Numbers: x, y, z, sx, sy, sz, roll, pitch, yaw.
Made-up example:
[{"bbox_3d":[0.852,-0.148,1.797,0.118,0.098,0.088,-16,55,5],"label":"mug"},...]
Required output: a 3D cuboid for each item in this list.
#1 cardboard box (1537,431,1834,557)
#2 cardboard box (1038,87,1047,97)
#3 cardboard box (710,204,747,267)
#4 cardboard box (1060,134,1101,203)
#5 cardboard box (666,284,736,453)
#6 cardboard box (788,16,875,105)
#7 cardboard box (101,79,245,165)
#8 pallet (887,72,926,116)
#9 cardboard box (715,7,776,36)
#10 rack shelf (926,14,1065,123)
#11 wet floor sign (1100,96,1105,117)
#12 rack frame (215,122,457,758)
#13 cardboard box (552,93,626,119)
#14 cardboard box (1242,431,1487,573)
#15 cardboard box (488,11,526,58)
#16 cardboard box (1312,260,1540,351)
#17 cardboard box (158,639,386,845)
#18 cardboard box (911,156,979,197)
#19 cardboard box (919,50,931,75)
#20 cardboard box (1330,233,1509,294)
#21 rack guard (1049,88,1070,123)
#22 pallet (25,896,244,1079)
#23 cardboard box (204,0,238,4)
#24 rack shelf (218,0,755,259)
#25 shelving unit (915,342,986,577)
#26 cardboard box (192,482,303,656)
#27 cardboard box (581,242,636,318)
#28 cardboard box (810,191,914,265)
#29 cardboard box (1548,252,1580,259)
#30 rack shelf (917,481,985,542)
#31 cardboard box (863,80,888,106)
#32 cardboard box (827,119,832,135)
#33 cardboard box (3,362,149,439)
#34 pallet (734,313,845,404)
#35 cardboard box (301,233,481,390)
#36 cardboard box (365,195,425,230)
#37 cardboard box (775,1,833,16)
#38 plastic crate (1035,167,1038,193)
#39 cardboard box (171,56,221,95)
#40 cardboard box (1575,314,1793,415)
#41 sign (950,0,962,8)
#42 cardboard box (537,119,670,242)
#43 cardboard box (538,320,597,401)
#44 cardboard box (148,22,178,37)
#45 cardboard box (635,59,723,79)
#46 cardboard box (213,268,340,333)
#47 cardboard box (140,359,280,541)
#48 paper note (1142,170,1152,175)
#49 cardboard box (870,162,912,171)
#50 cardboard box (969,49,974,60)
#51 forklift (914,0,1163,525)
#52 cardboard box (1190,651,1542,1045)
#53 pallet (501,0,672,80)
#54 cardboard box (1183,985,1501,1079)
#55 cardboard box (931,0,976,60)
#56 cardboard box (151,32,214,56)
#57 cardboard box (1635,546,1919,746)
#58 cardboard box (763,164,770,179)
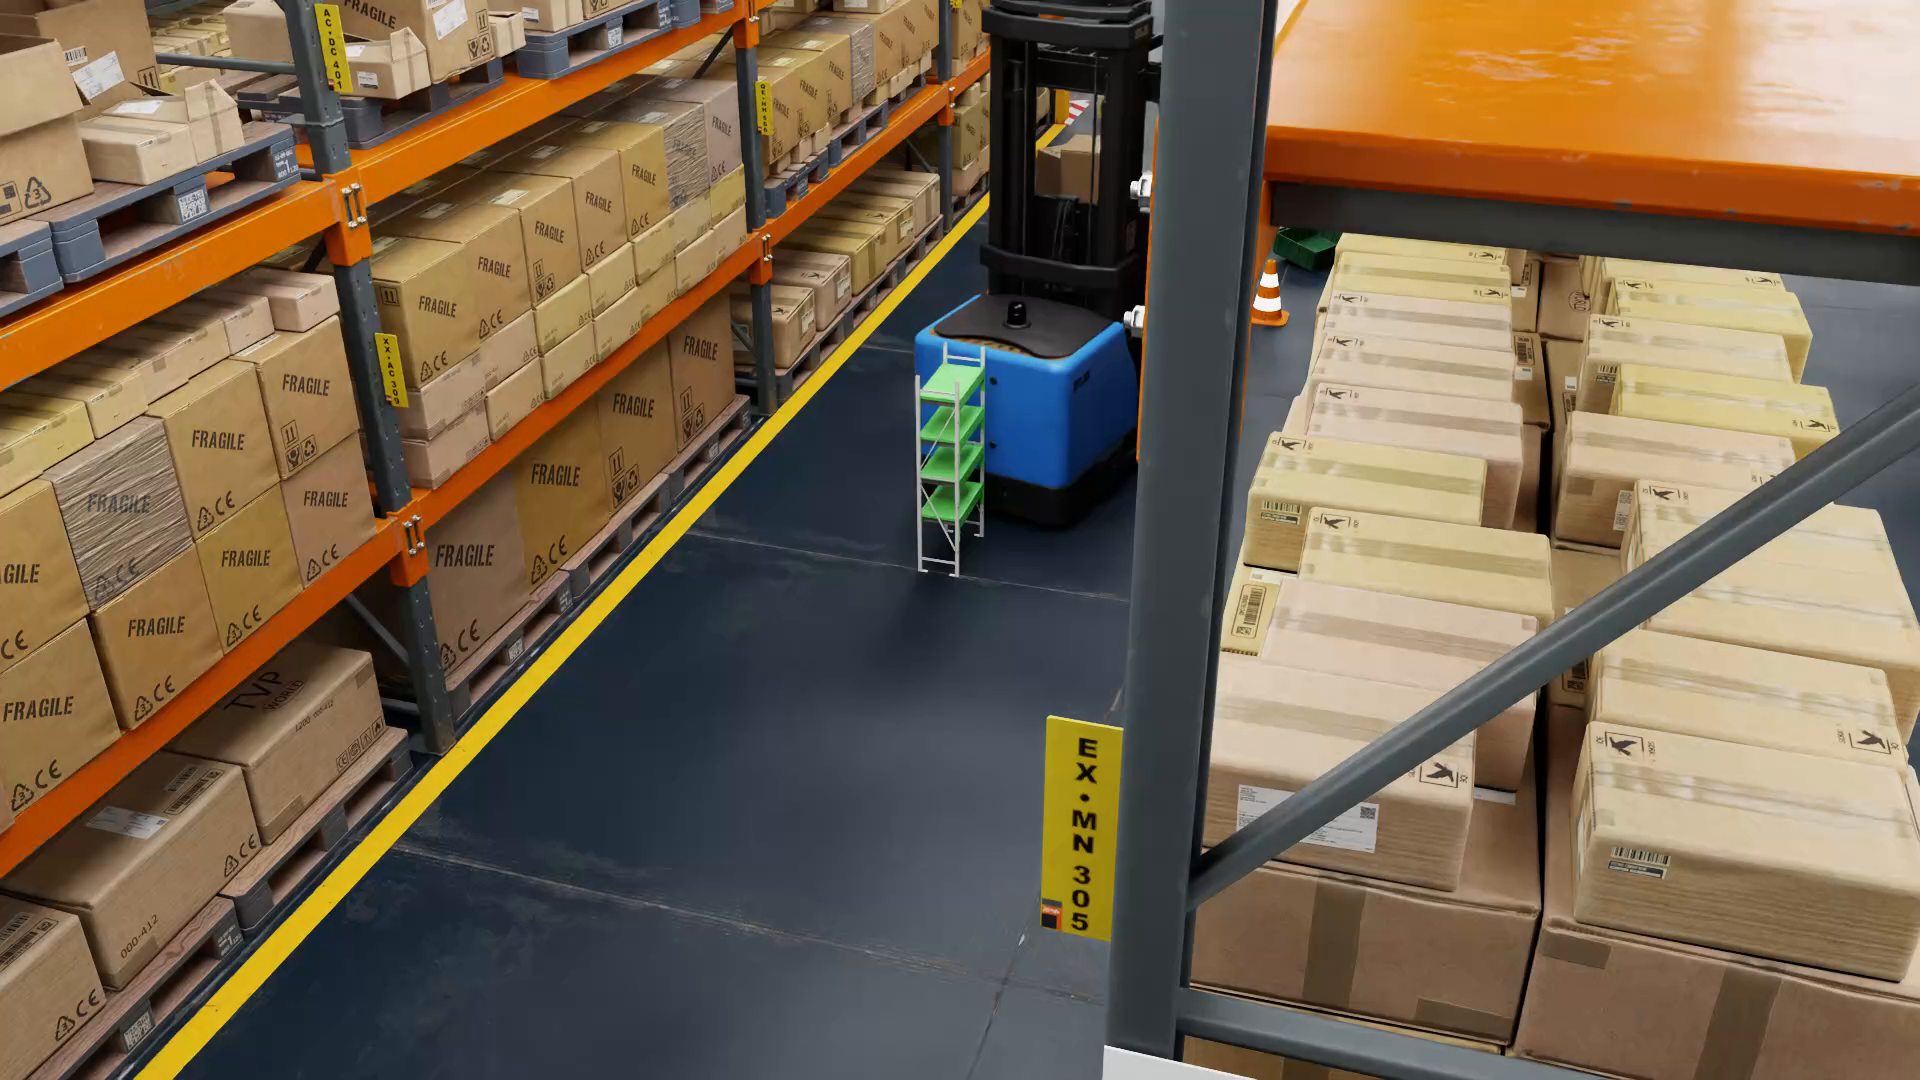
[{"bbox_3d":[1.364,0.037,3.153,0.500,0.250,0.500,9,30,15],"label":"cardboard box"},{"bbox_3d":[0.624,-4.852,17.011,0.500,0.500,0.500,9,30,15],"label":"cardboard box"},{"bbox_3d":[-1.639,-1.896,10.228,0.500,0.250,0.500,7,30,13],"label":"cardboard box"},{"bbox_3d":[1.146,-3.091,14.014,0.500,0.500,0.500,8,30,15],"label":"cardboard box"},{"bbox_3d":[-2.020,-1.180,10.539,0.875,0.875,0.875,8,30,14],"label":"cardboard box"},{"bbox_3d":[-0.935,-3.490,12.096,0.500,0.500,0.500,7,30,13],"label":"cardboard box"},{"bbox_3d":[-2.794,-1.512,5.900,0.396,0.266,0.258,9,30,16],"label":"cardboard box"},{"bbox_3d":[-0.928,-3.675,13.467,1.003,0.211,1.213,8,30,15],"label":"pallet"},{"bbox_3d":[-1.528,-3.675,11.763,0.380,0.149,0.250,7,30,12],"label":"cardboard box"},{"bbox_3d":[0.023,-4.708,15.868,1.077,0.370,4.000,8,30,15],"label":"rack shelf"},{"bbox_3d":[1.689,-4.859,17.820,0.267,0.644,0.232,20,35,32],"label":"wet floor sign"},{"bbox_3d":[-2.912,-0.375,7.339,1.000,3.000,0.127,8,30,15],"label":"rack frame"},{"bbox_3d":[-2.253,-2.288,9.647,0.500,0.500,0.500,9,30,15],"label":"cardboard box"},{"bbox_3d":[0.706,-0.050,2.898,0.380,0.149,0.250,9,30,16],"label":"cardboard box"},{"bbox_3d":[-2.206,-2.305,7.532,0.380,0.166,0.250,6,30,11],"label":"cardboard box"},{"bbox_3d":[1.167,-0.527,4.167,0.500,0.250,0.500,9,30,16],"label":"cardboard box"},{"bbox_3d":[-3.199,0.837,7.363,0.875,0.438,0.875,8,30,14],"label":"cardboard box"},{"bbox_3d":[-0.133,-3.311,15.012,0.500,0.250,0.500,7,30,13],"label":"cardboard box"},{"bbox_3d":[-0.451,-3.888,13.480,0.380,0.149,0.250,9,30,16],"label":"cardboard box"},{"bbox_3d":[1.101,-0.649,3.976,0.380,0.149,0.250,10,31,17],"label":"cardboard box"},{"bbox_3d":[0.588,-4.824,17.908,1.175,0.500,0.348,8,30,15],"label":"rack guard"},{"bbox_3d":[-3.567,1.754,6.379,1.003,0.211,1.213,8,30,15],"label":"pallet"},{"bbox_3d":[-6.043,-4.409,13.820,0.380,0.149,0.250,8,30,14],"label":"cardboard box"},{"bbox_3d":[-2.325,-2.301,8.455,1.077,0.370,4.000,8,30,15],"label":"rack shelf"},{"bbox_3d":[-0.049,-0.447,9.320,0.258,1.200,0.503,8,30,15],"label":"shelving unit"},{"bbox_3d":[-2.950,0.073,6.430,0.500,0.500,0.500,8,30,14],"label":"cardboard box"},{"bbox_3d":[-2.067,-1.405,8.829,0.500,0.250,0.500,8,30,13],"label":"cardboard box"},{"bbox_3d":[-0.924,-2.549,13.518,0.950,0.372,0.625,10,31,18],"label":"cardboard box"},{"bbox_3d":[1.730,-0.820,4.283,0.380,0.149,0.250,10,30,17],"label":"cardboard box"},{"bbox_3d":[-0.049,-0.182,9.468,0.258,0.148,0.480,8,30,15],"label":"rack shelf"},{"bbox_3d":[-0.765,-3.416,12.632,0.380,0.149,0.250,8,30,15],"label":"cardboard box"},{"bbox_3d":[-1.129,-2.927,11.753,0.380,0.149,0.250,10,31,18],"label":"cardboard box"},{"bbox_3d":[-3.058,-0.488,5.742,0.380,0.149,0.250,8,30,14],"label":"cardboard box"},{"bbox_3d":[-1.508,-1.378,12.011,1.003,0.211,1.213,8,30,15],"label":"pallet"},{"bbox_3d":[-2.508,-1.019,7.365,0.500,0.500,0.500,9,30,15],"label":"cardboard box"},{"bbox_3d":[-2.876,-1.341,7.943,0.500,0.500,0.500,9,30,16],"label":"cardboard box"},{"bbox_3d":[-1.281,-3.813,12.677,0.500,0.500,0.500,8,30,15],"label":"cardboard box"},{"bbox_3d":[0.681,-3.430,15.833,0.402,0.080,0.583,-1,29,-3],"label":"plastic crate"},{"bbox_3d":[-5.973,-3.497,12.591,0.500,0.250,0.500,9,30,16],"label":"cardboard box"},{"bbox_3d":[1.472,-0.330,3.403,0.380,0.149,0.250,10,30,17],"label":"cardboard box"},{"bbox_3d":[-0.033,-4.521,13.601,0.100,0.325,0.005,8,30,15],"label":"sign"},{"bbox_3d":[-1.935,-1.968,9.070,0.500,0.500,0.500,9,30,15],"label":"cardboard box"},{"bbox_3d":[-2.215,-0.953,8.532,0.500,0.250,0.500,8,30,14],"label":"cardboard box"},{"bbox_3d":[-6.322,-3.931,12.961,0.380,0.149,0.250,8,30,15],"label":"cardboard box"},{"bbox_3d":[-1.871,-2.842,10.933,0.500,0.500,0.500,8,30,13],"label":"cardboard box"},{"bbox_3d":[-2.699,-0.951,6.575,0.380,0.149,0.250,8,30,14],"label":"cardboard box"},{"bbox_3d":[-2.944,-0.362,6.185,0.500,0.500,0.500,8,30,14],"label":"cardboard box"},{"bbox_3d":[1.843,-3.553,16.117,0.148,0.019,0.142,20,35,32],"label":"paper note"},{"bbox_3d":[-0.648,-3.388,15.151,0.500,0.250,0.500,10,31,17],"label":"cardboard box"},{"bbox_3d":[-0.092,-4.336,14.718,0.380,0.149,0.250,8,30,15],"label":"cardboard box"},{"bbox_3d":[0.879,-2.054,10.427,1.130,2.935,3.031,15,33,25],"label":"forklift"},{"bbox_3d":[0.567,0.429,2.448,0.500,0.250,0.500,8,30,13],"label":"cardboard box"},{"bbox_3d":[-2.202,-2.635,8.511,1.003,0.211,1.213,10,31,17],"label":"pallet"},{"bbox_3d":[0.556,0.649,2.567,0.500,0.250,0.500,8,30,14],"label":"cardboard box"},{"bbox_3d":[-0.169,-4.431,14.221,0.500,0.500,0.500,8,30,15],"label":"cardboard box"},{"bbox_3d":[-5.917,-3.744,12.625,0.380,0.149,0.250,9,30,15],"label":"cardboard box"},{"bbox_3d":[1.229,0.155,2.529,0.380,0.149,0.250,8,30,15],"label":"cardboard box"},{"bbox_3d":[-1.465,-2.432,10.863,0.380,0.149,0.250,7,30,12],"label":"cardboard box"}]
